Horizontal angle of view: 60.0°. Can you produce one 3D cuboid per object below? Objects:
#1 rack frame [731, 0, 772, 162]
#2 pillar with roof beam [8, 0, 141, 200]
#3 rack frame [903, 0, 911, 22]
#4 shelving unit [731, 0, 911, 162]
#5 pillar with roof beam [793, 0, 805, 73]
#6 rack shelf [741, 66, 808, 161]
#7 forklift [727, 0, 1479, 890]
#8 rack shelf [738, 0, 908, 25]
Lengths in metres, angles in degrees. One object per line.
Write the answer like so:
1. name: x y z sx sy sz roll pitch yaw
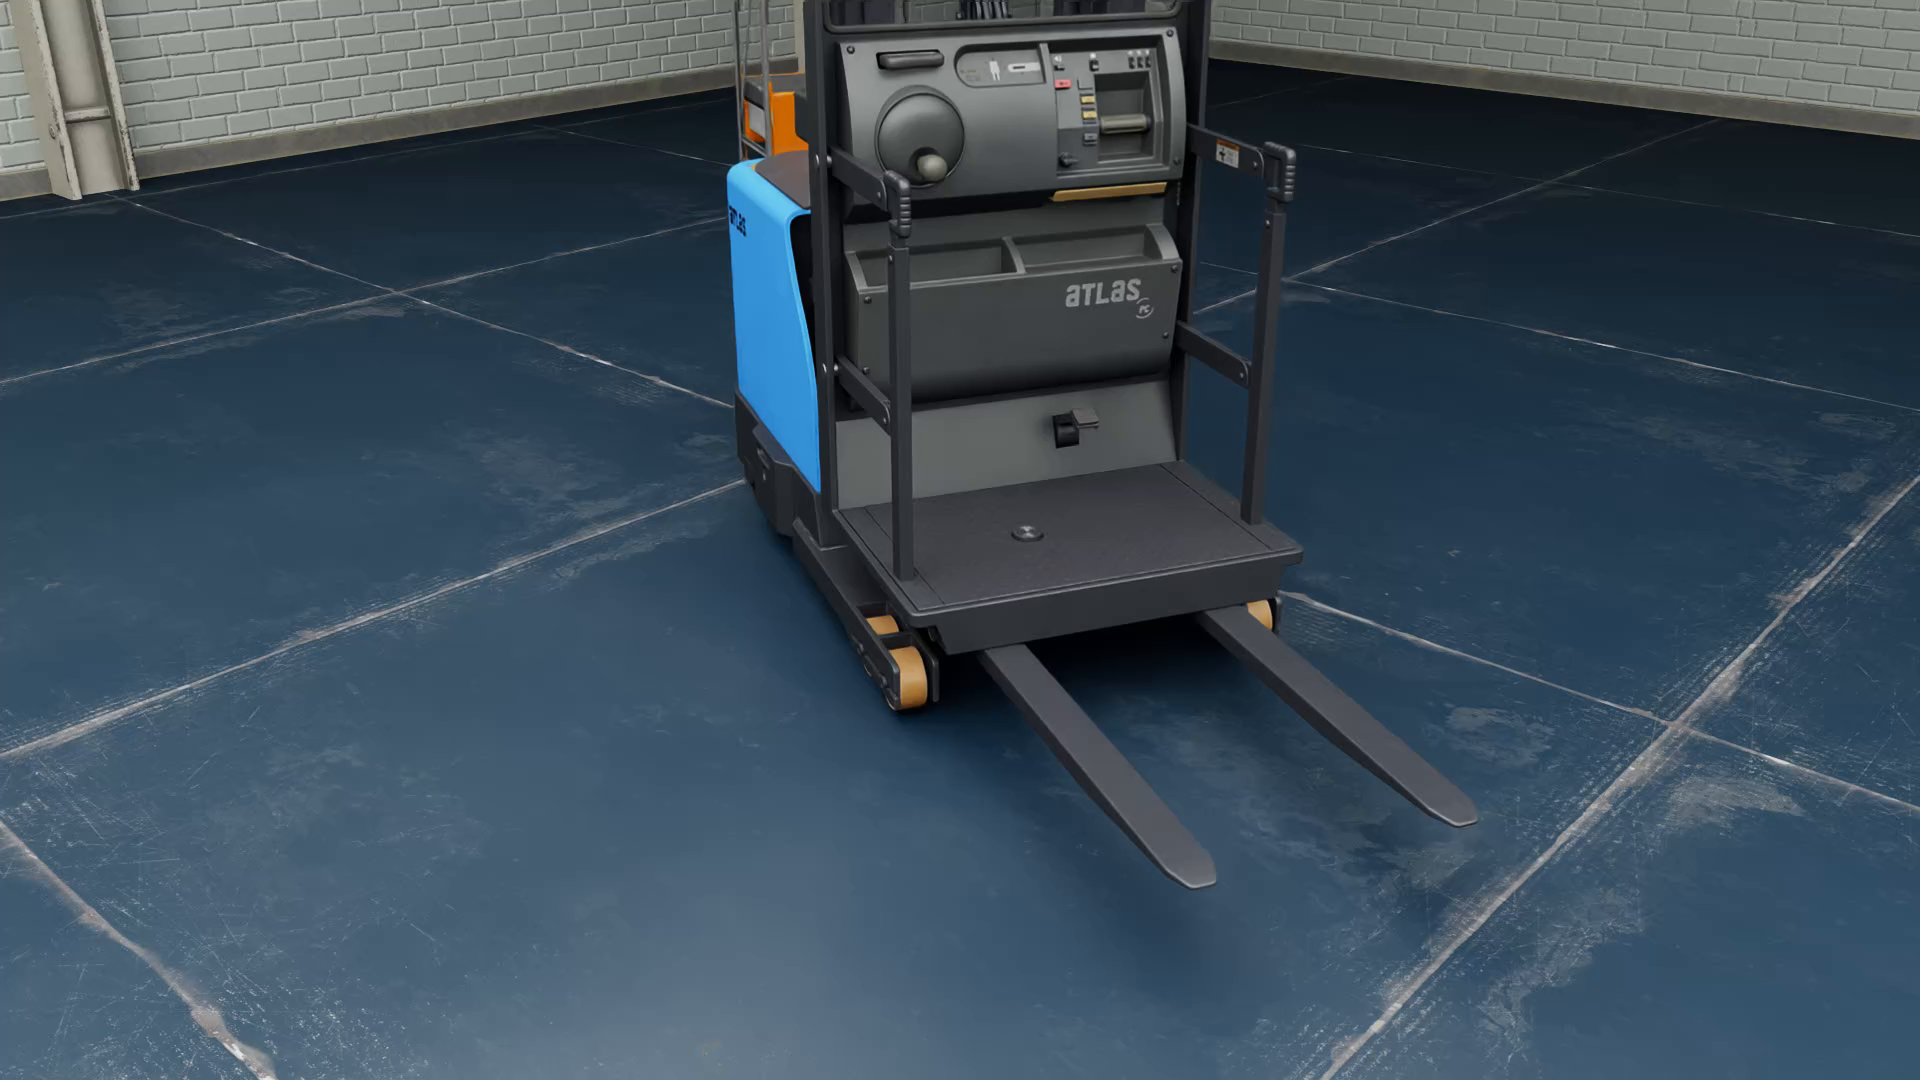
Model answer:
1. rack frame: -0.696 -1.334 5.658 0.015 2.100 0.400 -9 26 -19
2. pillar with roof beam: -1.925 -5.006 5.415 9.100 9.000 0.400 20 31 38
3. rack frame: -0.242 -1.406 5.820 0.015 2.100 0.400 -9 26 -19
4. shelving unit: -0.469 -1.370 5.739 0.503 2.100 0.431 -9 26 -19
5. pillar with roof beam: 2.079 -6.834 9.492 9.100 9.000 0.400 20 31 38
6. rack shelf: -0.469 -1.358 5.745 0.480 0.518 0.431 -9 26 -19
7. forklift: 0.227 -1.089 4.097 1.130 2.935 3.031 -9 26 -19
8. rack shelf: -0.469 -1.996 5.458 0.480 0.518 0.431 -9 26 -19
